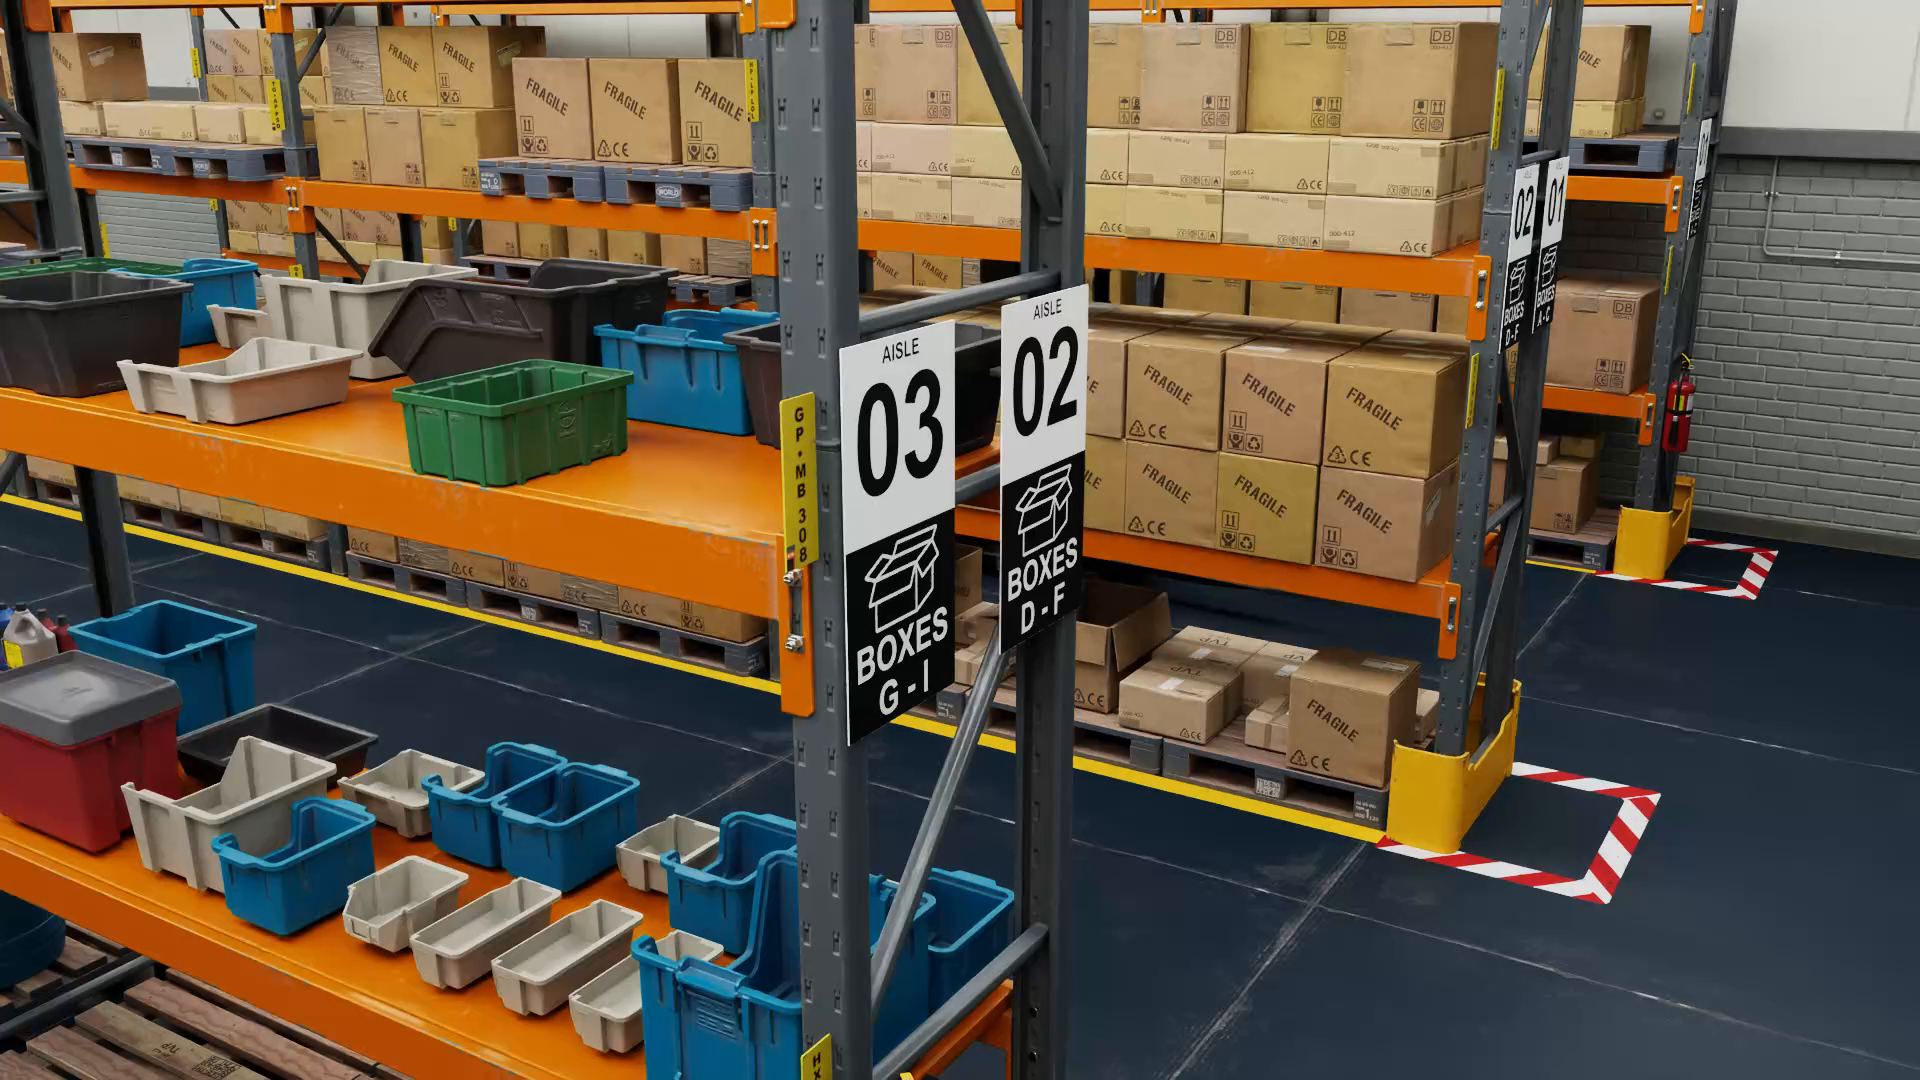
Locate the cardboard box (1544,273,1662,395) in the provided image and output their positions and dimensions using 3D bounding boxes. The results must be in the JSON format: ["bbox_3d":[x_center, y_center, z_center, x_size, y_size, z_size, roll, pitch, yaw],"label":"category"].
[{"bbox_3d":[4.721,-1.533,12.249,0.700,0.700,0.980,11,20,33],"label":"cardboard box"}]

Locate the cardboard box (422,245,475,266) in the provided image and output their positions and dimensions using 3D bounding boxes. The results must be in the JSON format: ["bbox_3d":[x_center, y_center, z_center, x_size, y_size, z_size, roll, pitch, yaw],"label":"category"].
[{"bbox_3d":[-5.627,-3.074,18.064,0.500,0.250,0.500,10,20,30],"label":"cardboard box"}]

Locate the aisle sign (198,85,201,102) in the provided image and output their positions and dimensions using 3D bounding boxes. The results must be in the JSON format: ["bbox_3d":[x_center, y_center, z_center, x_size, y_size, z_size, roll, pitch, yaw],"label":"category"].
[{"bbox_3d":[-8.691,-4.928,19.471,0.004,0.787,0.394,10,20,30],"label":"aisle sign"}]

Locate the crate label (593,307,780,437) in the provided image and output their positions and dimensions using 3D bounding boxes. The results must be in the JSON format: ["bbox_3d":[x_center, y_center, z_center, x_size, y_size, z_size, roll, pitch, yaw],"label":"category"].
[{"bbox_3d":[-0.641,-0.445,4.279,0.502,0.251,0.408,10,20,30],"label":"crate label"}]

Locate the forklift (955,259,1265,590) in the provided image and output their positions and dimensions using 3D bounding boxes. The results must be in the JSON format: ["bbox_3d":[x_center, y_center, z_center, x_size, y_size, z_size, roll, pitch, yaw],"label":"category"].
[{"bbox_3d":[0.950,-1.193,11.764,3.031,2.935,1.130,11,20,33],"label":"forklift"}]

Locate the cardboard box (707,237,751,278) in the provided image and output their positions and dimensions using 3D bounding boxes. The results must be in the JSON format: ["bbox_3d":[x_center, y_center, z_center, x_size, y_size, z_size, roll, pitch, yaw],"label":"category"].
[{"bbox_3d":[-2.062,-2.858,16.201,0.500,0.500,0.700,8,18,24],"label":"cardboard box"}]

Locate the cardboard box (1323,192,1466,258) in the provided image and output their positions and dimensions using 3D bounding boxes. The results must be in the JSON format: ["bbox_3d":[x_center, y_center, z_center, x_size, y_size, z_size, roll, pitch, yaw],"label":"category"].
[{"bbox_3d":[1.996,-1.463,7.633,0.500,0.250,0.500,10,20,30],"label":"cardboard box"}]

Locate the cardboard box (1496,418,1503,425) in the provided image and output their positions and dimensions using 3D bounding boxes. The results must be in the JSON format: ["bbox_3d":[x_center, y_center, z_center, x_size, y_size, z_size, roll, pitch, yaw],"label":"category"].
[{"bbox_3d":[4.078,-0.856,13.002,0.250,0.149,0.380,10,20,31],"label":"cardboard box"}]

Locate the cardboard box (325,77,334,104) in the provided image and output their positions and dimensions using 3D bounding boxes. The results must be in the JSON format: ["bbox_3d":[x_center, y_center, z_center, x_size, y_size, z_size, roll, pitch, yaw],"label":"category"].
[{"bbox_3d":[-6.540,-4.802,18.163,0.500,0.500,0.500,9,19,28],"label":"cardboard box"}]

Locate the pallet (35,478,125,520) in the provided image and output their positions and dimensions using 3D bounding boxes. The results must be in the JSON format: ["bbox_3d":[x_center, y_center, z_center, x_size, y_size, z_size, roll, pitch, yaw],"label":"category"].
[{"bbox_3d":[-7.005,-0.475,14.082,1.213,0.211,1.003,10,20,30],"label":"pallet"}]

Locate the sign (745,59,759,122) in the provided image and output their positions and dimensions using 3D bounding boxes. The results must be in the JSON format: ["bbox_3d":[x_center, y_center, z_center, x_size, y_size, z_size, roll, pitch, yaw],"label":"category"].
[{"bbox_3d":[-1.124,-2.428,8.985,0.005,0.325,0.100,10,20,30],"label":"sign"}]

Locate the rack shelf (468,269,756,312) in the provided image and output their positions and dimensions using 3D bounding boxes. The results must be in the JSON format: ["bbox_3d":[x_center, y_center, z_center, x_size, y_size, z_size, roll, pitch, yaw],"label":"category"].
[{"bbox_3d":[-3.360,-2.491,17.158,4.000,0.370,1.077,10,20,30],"label":"rack shelf"}]

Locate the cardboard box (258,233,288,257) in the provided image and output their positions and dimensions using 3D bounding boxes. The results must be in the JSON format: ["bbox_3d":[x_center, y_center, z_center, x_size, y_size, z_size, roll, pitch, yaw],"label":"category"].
[{"bbox_3d":[-7.773,-3.457,19.325,0.500,0.250,0.500,9,19,28],"label":"cardboard box"}]

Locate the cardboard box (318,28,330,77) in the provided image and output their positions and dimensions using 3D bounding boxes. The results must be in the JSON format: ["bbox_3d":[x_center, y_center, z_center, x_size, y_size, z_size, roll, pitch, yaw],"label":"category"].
[{"bbox_3d":[-6.556,-5.277,18.005,0.500,0.500,0.500,9,19,28],"label":"cardboard box"}]

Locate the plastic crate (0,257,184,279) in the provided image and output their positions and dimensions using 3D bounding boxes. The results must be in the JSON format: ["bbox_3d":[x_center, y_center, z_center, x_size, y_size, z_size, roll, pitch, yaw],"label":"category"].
[{"bbox_3d":[-2.913,-0.813,5.600,0.662,0.188,0.450,10,20,30],"label":"plastic crate"}]

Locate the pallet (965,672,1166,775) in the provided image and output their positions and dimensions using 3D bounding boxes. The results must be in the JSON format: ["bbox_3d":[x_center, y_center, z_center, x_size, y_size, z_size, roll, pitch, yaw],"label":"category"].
[{"bbox_3d":[0.792,0.929,9.459,1.213,0.211,1.003,10,20,30],"label":"pallet"}]

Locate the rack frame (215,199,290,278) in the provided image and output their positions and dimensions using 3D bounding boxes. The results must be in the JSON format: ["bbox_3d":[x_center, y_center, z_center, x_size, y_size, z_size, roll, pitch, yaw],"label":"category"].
[{"bbox_3d":[-8.473,-3.748,20.058,0.127,3.000,1.000,10,20,30],"label":"rack frame"}]

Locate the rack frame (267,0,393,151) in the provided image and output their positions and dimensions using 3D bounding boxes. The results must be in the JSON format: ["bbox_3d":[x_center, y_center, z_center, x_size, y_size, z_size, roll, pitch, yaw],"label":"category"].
[{"bbox_3d":[-4.245,-4.174,11.139,0.127,3.000,1.000,10,20,30],"label":"rack frame"}]

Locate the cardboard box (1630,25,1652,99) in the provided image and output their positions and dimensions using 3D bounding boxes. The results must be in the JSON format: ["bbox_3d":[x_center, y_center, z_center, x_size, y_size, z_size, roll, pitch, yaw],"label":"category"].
[{"bbox_3d":[4.665,-3.456,12.010,0.500,0.500,0.500,9,19,28],"label":"cardboard box"}]

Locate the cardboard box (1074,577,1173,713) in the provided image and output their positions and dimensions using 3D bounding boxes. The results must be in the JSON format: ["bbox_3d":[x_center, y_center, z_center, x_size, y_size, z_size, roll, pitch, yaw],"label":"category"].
[{"bbox_3d":[0.767,0.574,9.370,0.637,0.503,0.797,10,20,30],"label":"cardboard box"}]

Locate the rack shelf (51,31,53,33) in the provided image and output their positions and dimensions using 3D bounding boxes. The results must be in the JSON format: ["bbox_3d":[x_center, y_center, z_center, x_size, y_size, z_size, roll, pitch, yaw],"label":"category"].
[{"bbox_3d":[-9.358,-4.551,14.306,4.000,0.370,1.077,10,20,30],"label":"rack shelf"}]

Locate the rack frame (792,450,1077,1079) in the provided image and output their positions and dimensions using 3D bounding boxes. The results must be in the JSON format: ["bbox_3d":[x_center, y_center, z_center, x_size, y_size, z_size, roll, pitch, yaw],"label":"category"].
[{"bbox_3d":[-0.024,1.140,3.968,0.127,3.000,1.000,10,20,30],"label":"rack frame"}]

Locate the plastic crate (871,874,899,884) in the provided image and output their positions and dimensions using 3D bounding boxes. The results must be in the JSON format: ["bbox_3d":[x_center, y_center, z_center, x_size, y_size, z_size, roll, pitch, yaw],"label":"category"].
[{"bbox_3d":[-0.292,1.049,4.618,0.298,0.136,0.250,10,20,30],"label":"plastic crate"}]

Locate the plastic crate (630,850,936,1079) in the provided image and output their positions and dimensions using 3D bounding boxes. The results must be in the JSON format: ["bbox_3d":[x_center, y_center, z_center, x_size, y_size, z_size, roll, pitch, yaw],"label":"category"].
[{"bbox_3d":[-0.407,1.089,3.970,0.499,0.435,0.616,10,20,30],"label":"plastic crate"}]

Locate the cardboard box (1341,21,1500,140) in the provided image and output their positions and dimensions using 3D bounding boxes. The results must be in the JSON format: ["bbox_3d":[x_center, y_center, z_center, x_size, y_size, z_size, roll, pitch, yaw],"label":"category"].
[{"bbox_3d":[2.126,-2.122,7.653,0.500,0.500,0.700,10,20,30],"label":"cardboard box"}]

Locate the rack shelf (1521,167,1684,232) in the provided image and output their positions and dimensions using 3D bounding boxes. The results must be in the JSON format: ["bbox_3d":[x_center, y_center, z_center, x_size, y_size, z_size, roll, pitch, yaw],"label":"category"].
[{"bbox_3d":[3.457,-2.709,12.716,4.000,0.370,1.077,10,20,30],"label":"rack shelf"}]

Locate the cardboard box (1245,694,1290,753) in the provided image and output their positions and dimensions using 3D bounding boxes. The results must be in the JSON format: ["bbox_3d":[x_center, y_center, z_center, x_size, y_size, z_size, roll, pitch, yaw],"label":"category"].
[{"bbox_3d":[1.682,0.953,8.700,0.250,0.166,0.380,10,20,30],"label":"cardboard box"}]

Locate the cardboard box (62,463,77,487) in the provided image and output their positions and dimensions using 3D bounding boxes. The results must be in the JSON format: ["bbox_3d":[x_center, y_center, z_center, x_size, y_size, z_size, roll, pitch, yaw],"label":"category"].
[{"bbox_3d":[-7.005,-0.596,13.692,0.500,0.250,0.500,11,20,31],"label":"cardboard box"}]

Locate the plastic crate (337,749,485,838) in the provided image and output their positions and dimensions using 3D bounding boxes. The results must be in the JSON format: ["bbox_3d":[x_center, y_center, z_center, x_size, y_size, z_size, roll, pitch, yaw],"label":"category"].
[{"bbox_3d":[-1.791,0.819,5.374,0.466,0.136,0.293,10,20,30],"label":"plastic crate"}]

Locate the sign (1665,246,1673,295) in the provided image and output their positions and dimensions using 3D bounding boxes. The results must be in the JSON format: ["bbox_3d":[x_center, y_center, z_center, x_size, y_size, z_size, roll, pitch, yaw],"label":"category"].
[{"bbox_3d":[4.865,-1.849,11.408,0.005,0.325,0.100,10,20,30],"label":"sign"}]

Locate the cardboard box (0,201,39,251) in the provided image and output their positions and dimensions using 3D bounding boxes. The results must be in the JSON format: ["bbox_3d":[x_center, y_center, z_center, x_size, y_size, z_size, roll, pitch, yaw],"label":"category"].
[{"bbox_3d":[-8.035,-2.646,14.028,0.500,0.500,0.700,10,20,30],"label":"cardboard box"}]

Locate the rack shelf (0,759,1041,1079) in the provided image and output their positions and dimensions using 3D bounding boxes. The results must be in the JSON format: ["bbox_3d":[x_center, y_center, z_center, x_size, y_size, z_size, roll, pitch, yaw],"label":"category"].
[{"bbox_3d":[-1.728,1.180,5.074,4.000,0.370,1.077,10,20,30],"label":"rack shelf"}]

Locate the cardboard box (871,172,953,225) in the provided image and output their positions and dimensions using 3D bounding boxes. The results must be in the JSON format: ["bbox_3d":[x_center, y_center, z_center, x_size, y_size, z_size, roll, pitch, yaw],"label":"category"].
[{"bbox_3d":[-0.128,-1.846,8.895,0.500,0.250,0.500,10,20,30],"label":"cardboard box"}]

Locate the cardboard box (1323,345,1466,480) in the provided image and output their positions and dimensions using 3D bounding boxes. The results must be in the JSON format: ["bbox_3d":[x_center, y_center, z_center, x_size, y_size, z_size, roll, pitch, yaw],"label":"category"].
[{"bbox_3d":[2.049,-0.612,7.844,0.500,0.500,0.500,10,20,30],"label":"cardboard box"}]

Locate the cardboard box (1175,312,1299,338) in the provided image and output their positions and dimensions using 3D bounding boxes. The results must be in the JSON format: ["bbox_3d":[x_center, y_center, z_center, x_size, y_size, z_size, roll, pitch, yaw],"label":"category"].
[{"bbox_3d":[1.459,-0.901,8.793,0.500,0.500,0.500,10,20,31],"label":"cardboard box"}]

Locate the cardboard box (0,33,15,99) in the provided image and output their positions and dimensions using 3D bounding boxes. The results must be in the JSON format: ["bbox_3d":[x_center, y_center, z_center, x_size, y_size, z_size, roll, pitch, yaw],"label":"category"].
[{"bbox_3d":[-7.149,-3.731,13.089,0.500,0.500,0.500,10,20,31],"label":"cardboard box"}]

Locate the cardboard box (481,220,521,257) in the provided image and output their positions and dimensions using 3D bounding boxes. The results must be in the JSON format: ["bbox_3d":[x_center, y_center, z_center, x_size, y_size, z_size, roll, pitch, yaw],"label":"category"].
[{"bbox_3d":[-4.649,-3.312,17.694,0.500,0.500,0.700,10,20,30],"label":"cardboard box"}]

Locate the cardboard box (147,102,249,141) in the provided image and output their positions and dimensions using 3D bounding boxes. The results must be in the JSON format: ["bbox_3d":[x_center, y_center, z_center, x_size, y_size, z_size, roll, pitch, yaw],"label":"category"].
[{"bbox_3d":[-5.599,-3.088,12.261,0.500,0.250,0.500,10,19,29],"label":"cardboard box"}]

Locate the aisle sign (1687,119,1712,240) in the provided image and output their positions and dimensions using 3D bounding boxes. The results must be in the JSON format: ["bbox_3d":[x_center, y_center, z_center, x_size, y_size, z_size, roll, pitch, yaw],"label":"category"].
[{"bbox_3d":[5.065,-2.473,11.387,0.004,0.787,0.394,10,20,30],"label":"aisle sign"}]

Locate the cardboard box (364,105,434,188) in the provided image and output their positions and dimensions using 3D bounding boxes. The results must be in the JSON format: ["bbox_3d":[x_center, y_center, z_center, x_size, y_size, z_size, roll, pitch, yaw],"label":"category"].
[{"bbox_3d":[-3.421,-2.651,11.114,0.500,0.500,0.910,10,20,30],"label":"cardboard box"}]

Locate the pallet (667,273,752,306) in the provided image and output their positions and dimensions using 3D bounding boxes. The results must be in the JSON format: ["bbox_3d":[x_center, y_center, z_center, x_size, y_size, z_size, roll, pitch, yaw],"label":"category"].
[{"bbox_3d":[-2.319,-2.521,16.350,1.003,0.211,1.213,10,20,30],"label":"pallet"}]

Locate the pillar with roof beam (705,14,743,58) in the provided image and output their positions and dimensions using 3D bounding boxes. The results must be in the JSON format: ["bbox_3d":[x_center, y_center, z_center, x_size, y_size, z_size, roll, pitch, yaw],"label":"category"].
[{"bbox_3d":[-4.564,-4.747,13.026,0.400,9.000,9.100,10,20,30],"label":"pillar with roof beam"}]

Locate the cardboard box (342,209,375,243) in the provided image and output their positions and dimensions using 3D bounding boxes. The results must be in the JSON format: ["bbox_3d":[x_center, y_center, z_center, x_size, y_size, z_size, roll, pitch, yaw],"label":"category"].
[{"bbox_3d":[-6.481,-3.585,18.456,0.500,0.500,0.500,9,19,28],"label":"cardboard box"}]

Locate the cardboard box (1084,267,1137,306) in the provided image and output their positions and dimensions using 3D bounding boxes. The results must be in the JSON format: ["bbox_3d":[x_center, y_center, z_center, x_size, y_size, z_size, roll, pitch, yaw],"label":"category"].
[{"bbox_3d":[1.227,-2.130,14.014,0.500,0.500,0.500,10,19,29],"label":"cardboard box"}]

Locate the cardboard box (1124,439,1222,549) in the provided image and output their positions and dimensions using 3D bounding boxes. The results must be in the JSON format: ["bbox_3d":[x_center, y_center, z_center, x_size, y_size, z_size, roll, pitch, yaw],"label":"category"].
[{"bbox_3d":[1.182,-0.290,8.504,0.500,0.500,0.500,10,20,30],"label":"cardboard box"}]

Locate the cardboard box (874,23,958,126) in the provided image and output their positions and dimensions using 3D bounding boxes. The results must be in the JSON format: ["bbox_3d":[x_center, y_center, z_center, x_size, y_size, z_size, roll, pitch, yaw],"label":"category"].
[{"bbox_3d":[-0.050,-2.481,8.834,0.500,0.500,0.700,10,20,30],"label":"cardboard box"}]

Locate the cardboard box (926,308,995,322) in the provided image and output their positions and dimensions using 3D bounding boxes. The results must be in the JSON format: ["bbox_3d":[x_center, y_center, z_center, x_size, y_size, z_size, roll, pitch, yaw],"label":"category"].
[{"bbox_3d":[-0.143,-1.001,9.125,0.500,0.500,0.500,9,19,28],"label":"cardboard box"}]

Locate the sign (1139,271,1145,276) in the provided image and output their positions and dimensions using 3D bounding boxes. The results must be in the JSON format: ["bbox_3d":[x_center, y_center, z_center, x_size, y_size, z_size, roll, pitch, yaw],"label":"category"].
[{"bbox_3d":[1.477,-2.303,13.445,0.005,0.325,0.100,10,20,30],"label":"sign"}]

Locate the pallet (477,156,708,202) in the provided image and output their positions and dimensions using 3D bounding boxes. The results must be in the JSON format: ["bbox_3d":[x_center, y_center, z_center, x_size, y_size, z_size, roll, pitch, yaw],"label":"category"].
[{"bbox_3d":[-2.241,-2.314,10.500,1.003,0.211,1.213,10,20,30],"label":"pallet"}]

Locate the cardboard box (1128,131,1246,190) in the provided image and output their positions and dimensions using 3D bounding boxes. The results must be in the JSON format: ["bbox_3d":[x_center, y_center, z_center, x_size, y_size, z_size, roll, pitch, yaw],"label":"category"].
[{"bbox_3d":[1.150,-1.857,8.071,0.500,0.250,0.500,10,20,30],"label":"cardboard box"}]

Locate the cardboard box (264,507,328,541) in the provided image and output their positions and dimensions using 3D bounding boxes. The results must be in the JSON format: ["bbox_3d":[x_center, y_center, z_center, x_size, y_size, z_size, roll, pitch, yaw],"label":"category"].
[{"bbox_3d":[-4.821,-0.208,12.414,0.500,0.250,0.500,11,20,31],"label":"cardboard box"}]

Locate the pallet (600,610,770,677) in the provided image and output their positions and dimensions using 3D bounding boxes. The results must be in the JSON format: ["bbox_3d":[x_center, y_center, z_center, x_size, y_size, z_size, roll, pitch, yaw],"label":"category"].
[{"bbox_3d":[-1.550,0.525,10.790,1.213,0.211,1.003,10,20,30],"label":"pallet"}]

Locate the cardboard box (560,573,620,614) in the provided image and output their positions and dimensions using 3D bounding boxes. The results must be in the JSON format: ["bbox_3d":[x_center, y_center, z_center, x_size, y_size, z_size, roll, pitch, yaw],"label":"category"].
[{"bbox_3d":[-2.251,0.133,10.827,0.500,0.500,0.500,10,20,31],"label":"cardboard box"}]

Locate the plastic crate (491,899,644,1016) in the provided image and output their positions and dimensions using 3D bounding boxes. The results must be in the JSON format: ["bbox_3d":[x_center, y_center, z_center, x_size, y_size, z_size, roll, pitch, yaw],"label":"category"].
[{"bbox_3d":[-1.053,1.110,4.415,0.243,0.136,0.396,10,20,30],"label":"plastic crate"}]

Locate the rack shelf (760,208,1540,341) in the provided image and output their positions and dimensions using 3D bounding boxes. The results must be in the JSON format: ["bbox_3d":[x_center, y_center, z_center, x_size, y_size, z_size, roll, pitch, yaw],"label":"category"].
[{"bbox_3d":[0.868,-1.482,8.675,4.000,0.370,1.077,10,20,30],"label":"rack shelf"}]

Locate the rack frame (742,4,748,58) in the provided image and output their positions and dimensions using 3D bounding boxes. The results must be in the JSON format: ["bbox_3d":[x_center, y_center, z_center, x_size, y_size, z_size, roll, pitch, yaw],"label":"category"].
[{"bbox_3d":[-1.656,-5.401,15.180,0.127,3.000,1.000,10,20,30],"label":"rack frame"}]
